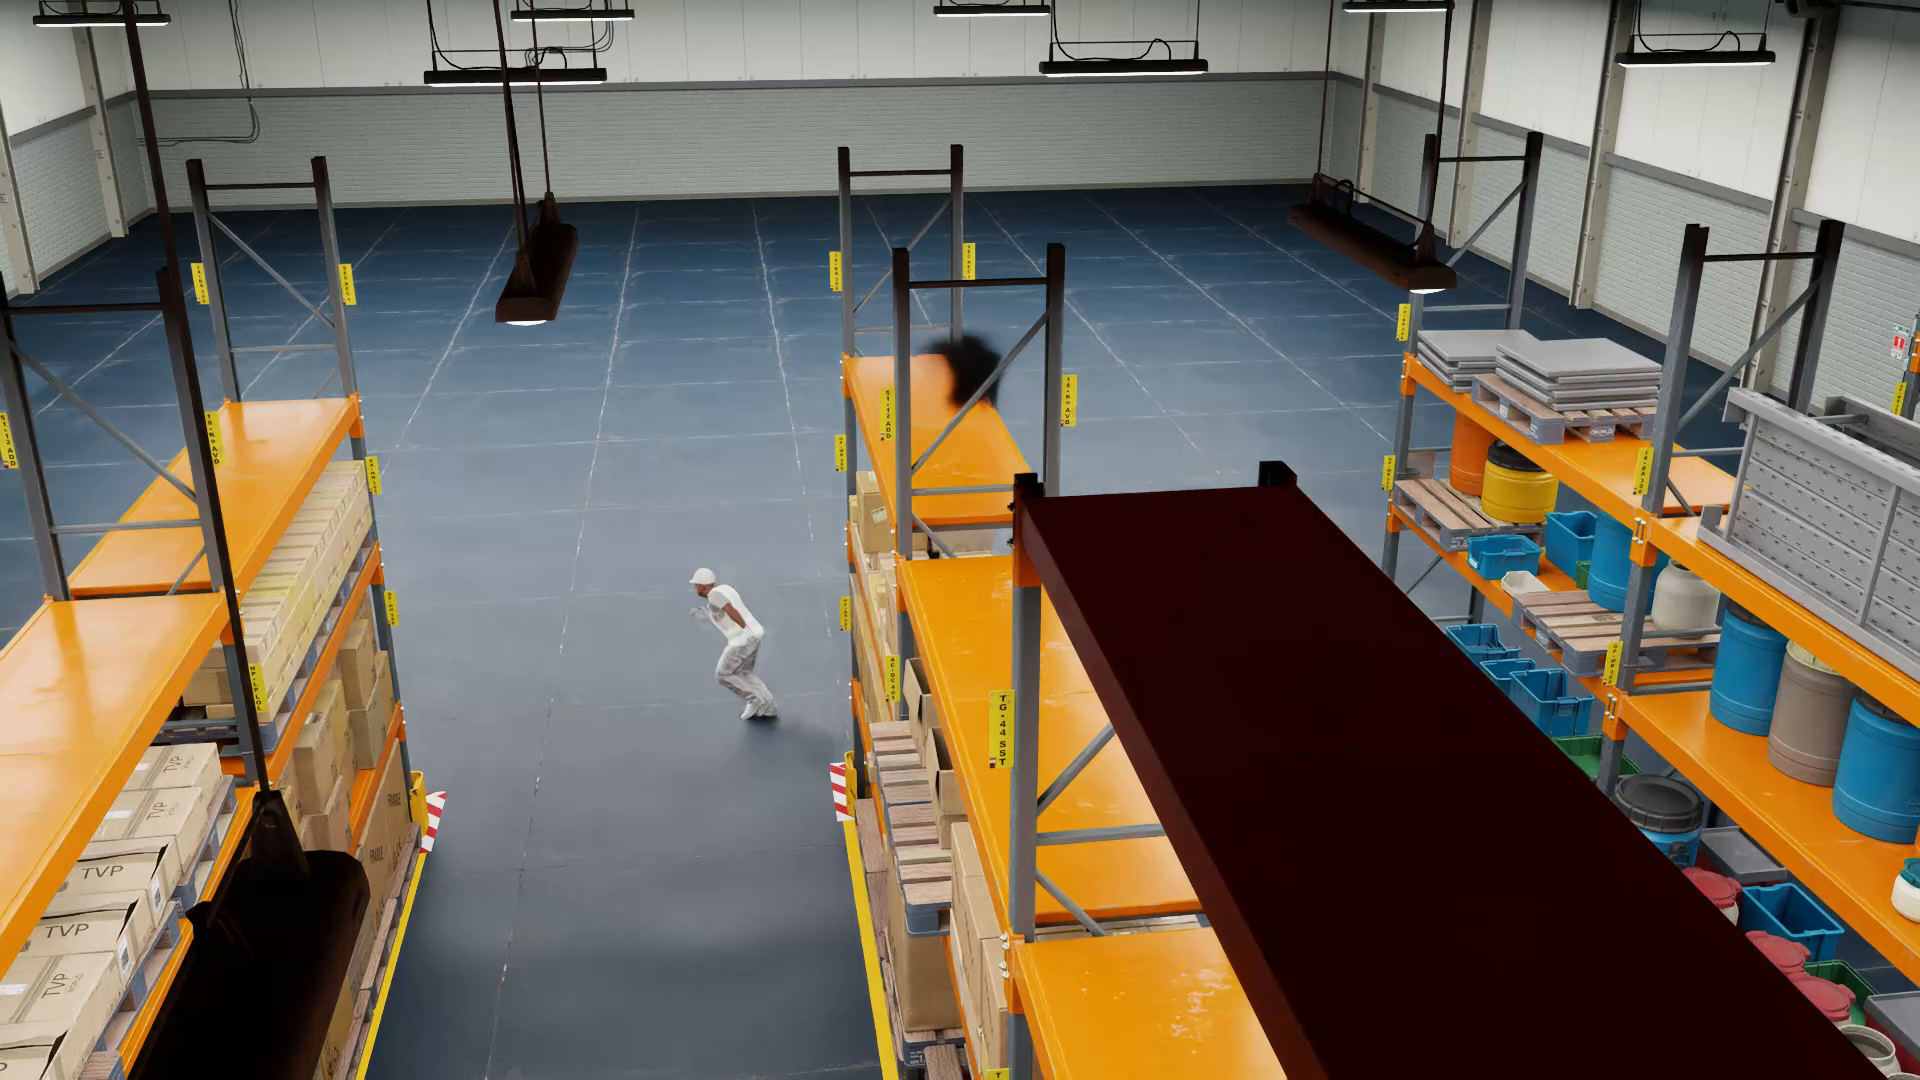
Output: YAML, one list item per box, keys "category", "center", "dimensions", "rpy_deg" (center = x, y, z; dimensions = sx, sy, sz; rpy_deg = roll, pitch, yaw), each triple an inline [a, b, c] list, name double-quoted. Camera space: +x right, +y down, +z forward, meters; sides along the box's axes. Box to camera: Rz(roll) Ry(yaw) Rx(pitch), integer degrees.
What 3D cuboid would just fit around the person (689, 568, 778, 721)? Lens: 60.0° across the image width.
- category: "person"
  center: [-2.322, 1.045, 16.960]
  dimensions: [0.968, 1.514, 0.667]
  rpy_deg: [5, 22, 13]
